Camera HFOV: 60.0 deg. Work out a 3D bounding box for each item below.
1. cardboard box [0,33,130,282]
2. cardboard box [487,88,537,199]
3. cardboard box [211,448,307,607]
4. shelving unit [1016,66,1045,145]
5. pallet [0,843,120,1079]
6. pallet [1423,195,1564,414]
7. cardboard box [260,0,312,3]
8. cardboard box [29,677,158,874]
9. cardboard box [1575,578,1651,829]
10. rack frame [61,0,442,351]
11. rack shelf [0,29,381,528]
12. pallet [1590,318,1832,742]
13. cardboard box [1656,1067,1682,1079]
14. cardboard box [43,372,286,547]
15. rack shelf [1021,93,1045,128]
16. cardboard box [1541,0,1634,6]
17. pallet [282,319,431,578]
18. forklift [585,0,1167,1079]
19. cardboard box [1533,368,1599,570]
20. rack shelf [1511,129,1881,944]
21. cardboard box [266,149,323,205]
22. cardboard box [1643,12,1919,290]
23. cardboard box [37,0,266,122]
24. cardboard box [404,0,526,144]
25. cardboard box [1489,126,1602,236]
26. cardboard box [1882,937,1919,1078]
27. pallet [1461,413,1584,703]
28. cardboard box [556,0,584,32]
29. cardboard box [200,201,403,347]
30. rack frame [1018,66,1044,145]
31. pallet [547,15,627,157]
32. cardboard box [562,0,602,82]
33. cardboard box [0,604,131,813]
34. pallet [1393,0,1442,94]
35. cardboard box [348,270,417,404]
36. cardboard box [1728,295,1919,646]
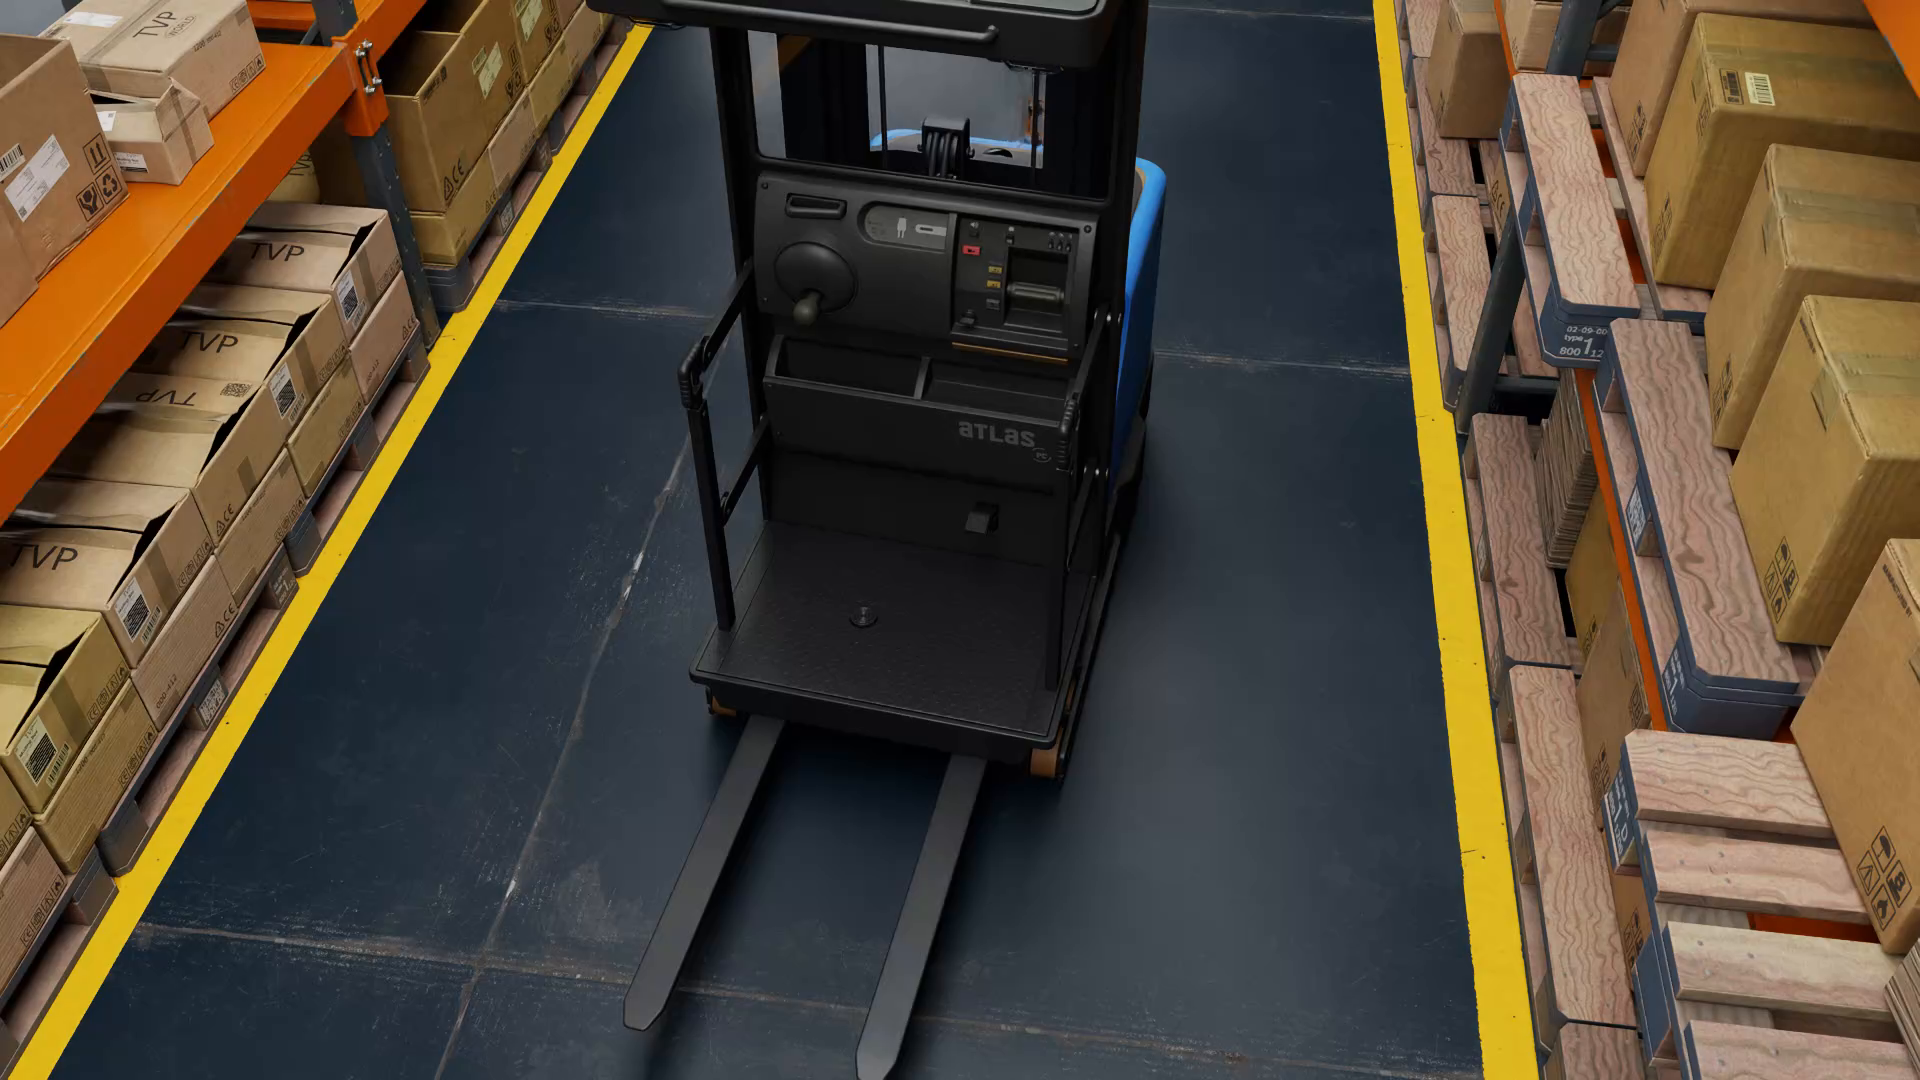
[{"bbox_3d":[-2.755,-1.074,4.630,0.500,0.500,0.500,8,44,9],"label":"cardboard box"},{"bbox_3d":[-2.134,-1.701,7.059,0.500,0.250,0.500,5,44,6],"label":"cardboard box"},{"bbox_3d":[-2.471,-0.070,5.337,0.500,0.250,0.500,6,44,6],"label":"cardboard box"},{"bbox_3d":[0.328,-1.304,6.346,0.258,1.200,0.189,9,7,9],"label":"shelving unit"},{"bbox_3d":[-2.949,1.263,4.263,1.003,0.211,1.213,5,44,6],"label":"pallet"},{"bbox_3d":[2.397,-0.919,6.567,1.003,0.211,1.213,5,44,6],"label":"pallet"},{"bbox_3d":[-2.515,-2.258,5.880,0.700,0.500,0.500,4,44,4],"label":"cardboard box"},{"bbox_3d":[-2.608,0.626,4.602,0.500,0.250,0.500,4,44,4],"label":"cardboard box"},{"bbox_3d":[2.136,0.481,4.558,0.700,0.500,0.500,6,44,6],"label":"cardboard box"},{"bbox_3d":[-2.567,-1.918,5.594,1.000,3.000,0.127,5,44,6],"label":"rack frame"},{"bbox_3d":[-2.832,-0.294,4.402,1.077,0.370,4.000,5,44,6],"label":"rack shelf"},{"bbox_3d":[2.036,-0.028,3.737,1.003,0.211,1.213,5,44,6],"label":"pallet"},{"bbox_3d":[2.041,1.167,3.833,0.700,0.500,0.500,5,44,5],"label":"cardboard box"},{"bbox_3d":[-2.468,-0.279,5.149,0.500,0.311,0.500,5,44,5],"label":"cardboard box"},{"bbox_3d":[0.371,-1.615,6.307,0.258,0.103,0.180,9,7,9],"label":"rack shelf"},{"bbox_3d":[2.099,-2.046,5.278,0.500,0.500,0.500,5,44,5],"label":"cardboard box"},{"bbox_3d":[-2.626,-0.400,6.019,1.003,0.211,1.213,5,44,6],"label":"pallet"},{"bbox_3d":[-0.152,-0.646,4.300,1.130,2.935,3.031,10,44,10],"label":"forklift"},{"bbox_3d":[2.262,-0.220,5.298,0.700,0.500,0.500,7,44,7],"label":"cardboard box"},{"bbox_3d":[2.079,0.154,3.929,1.077,0.370,4.000,5,44,6],"label":"rack shelf"},{"bbox_3d":[-2.723,-1.408,6.750,0.500,0.250,0.500,5,44,6],"label":"cardboard box"},{"bbox_3d":[2.161,-0.943,4.171,0.700,0.500,0.500,9,44,10],"label":"cardboard box"},{"bbox_3d":[-2.589,-1.524,5.287,0.500,0.250,0.500,8,44,8],"label":"cardboard box"},{"bbox_3d":[-2.137,-1.974,6.802,0.500,0.500,0.500,5,44,6],"label":"cardboard box"},{"bbox_3d":[2.441,-1.434,6.580,0.500,0.500,0.500,2,43,2],"label":"cardboard box"},{"bbox_3d":[1.867,0.738,2.396,0.700,0.500,0.500,1,43,1],"label":"cardboard box"},{"bbox_3d":[2.242,0.073,5.520,1.003,0.211,1.213,5,44,6],"label":"pallet"},{"bbox_3d":[-2.000,-2.655,7.521,0.500,0.500,0.500,5,44,6],"label":"cardboard box"},{"bbox_3d":[-2.337,-0.974,5.883,0.500,0.311,0.500,5,44,6],"label":"cardboard box"},{"bbox_3d":[0.312,-1.295,6.256,0.240,1.200,0.006,9,7,9],"label":"rack frame"},{"bbox_3d":[-2.262,-2.278,8.002,1.003,0.211,1.213,5,44,6],"label":"pallet"},{"bbox_3d":[-2.003,-2.383,7.779,0.500,0.250,0.500,5,44,6],"label":"cardboard box"},{"bbox_3d":[-2.605,0.414,4.418,0.500,0.311,0.500,4,44,4],"label":"cardboard box"},{"bbox_3d":[2.720,-2.582,8.323,1.003,0.211,1.213,5,44,6],"label":"pallet"},{"bbox_3d":[-2.335,-0.763,6.069,0.500,0.250,0.500,5,44,5],"label":"cardboard box"},{"bbox_3d":[2.009,-0.113,3.295,0.700,0.500,0.500,5,44,6],"label":"cardboard box"}]
